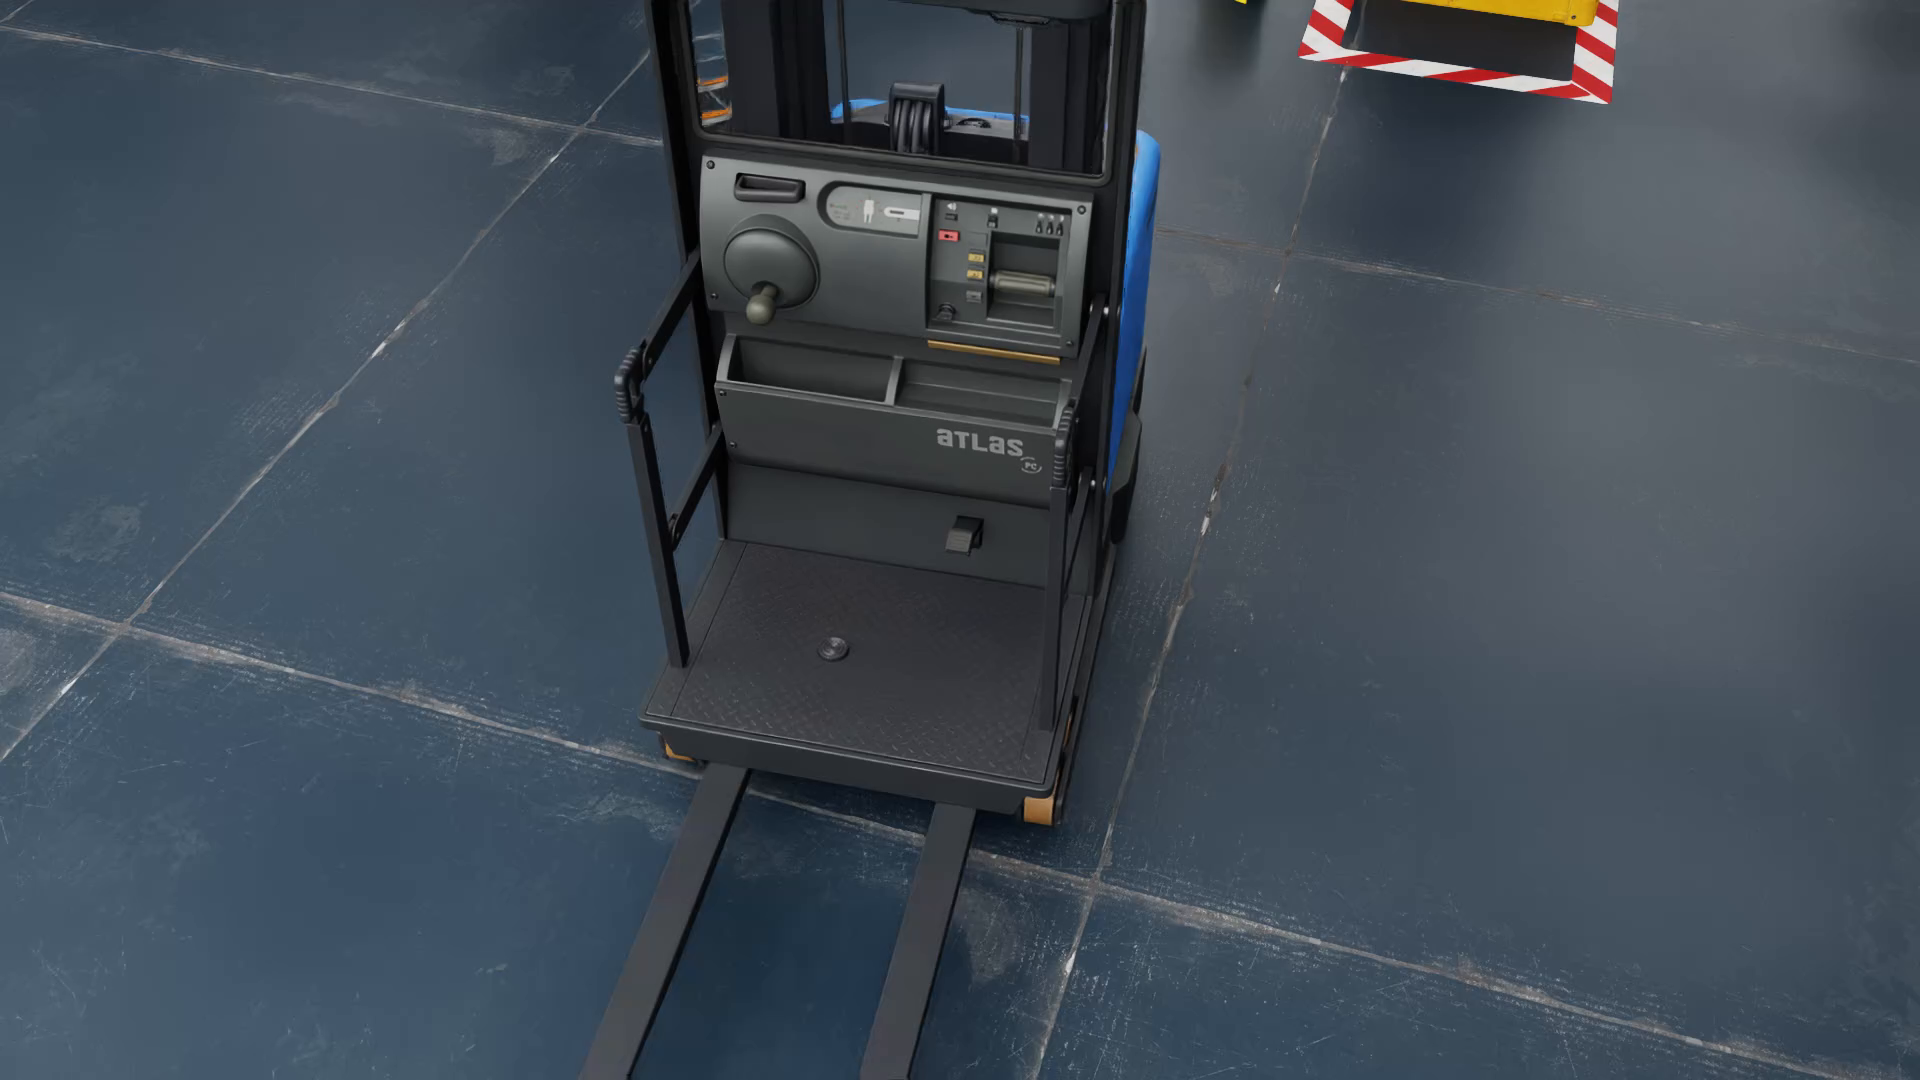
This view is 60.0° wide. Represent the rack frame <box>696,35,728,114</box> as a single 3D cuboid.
[{"bbox_3d":[-0.786,-1.263,6.016,0.240,0.006,1.200,-17,84,-17],"label":"rack frame"}]

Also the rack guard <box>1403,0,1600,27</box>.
[{"bbox_3d":[2.408,-2.773,7.726,1.175,0.500,0.348,13,46,13],"label":"rack guard"}]

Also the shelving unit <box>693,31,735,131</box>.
[{"bbox_3d":[-0.764,-1.280,5.929,0.258,0.189,1.200,-17,84,-17],"label":"shelving unit"}]

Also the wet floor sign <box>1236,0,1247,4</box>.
[{"bbox_3d":[1.308,-2.874,7.726,0.267,0.644,0.232,28,51,26],"label":"wet floor sign"}]

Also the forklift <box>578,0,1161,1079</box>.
[{"bbox_3d":[-0.203,-0.578,3.745,1.130,2.935,3.031,9,45,9],"label":"forklift"}]

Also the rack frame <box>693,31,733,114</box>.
[{"bbox_3d":[-0.741,-1.297,5.842,0.240,0.006,1.200,-17,84,-17],"label":"rack frame"}]

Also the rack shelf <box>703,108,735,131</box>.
[{"bbox_3d":[-0.828,-1.464,5.949,0.258,0.180,0.103,-17,84,-17],"label":"rack shelf"}]

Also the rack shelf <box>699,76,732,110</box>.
[{"bbox_3d":[-0.867,-1.577,5.961,0.258,0.180,0.103,-17,84,-17],"label":"rack shelf"}]
